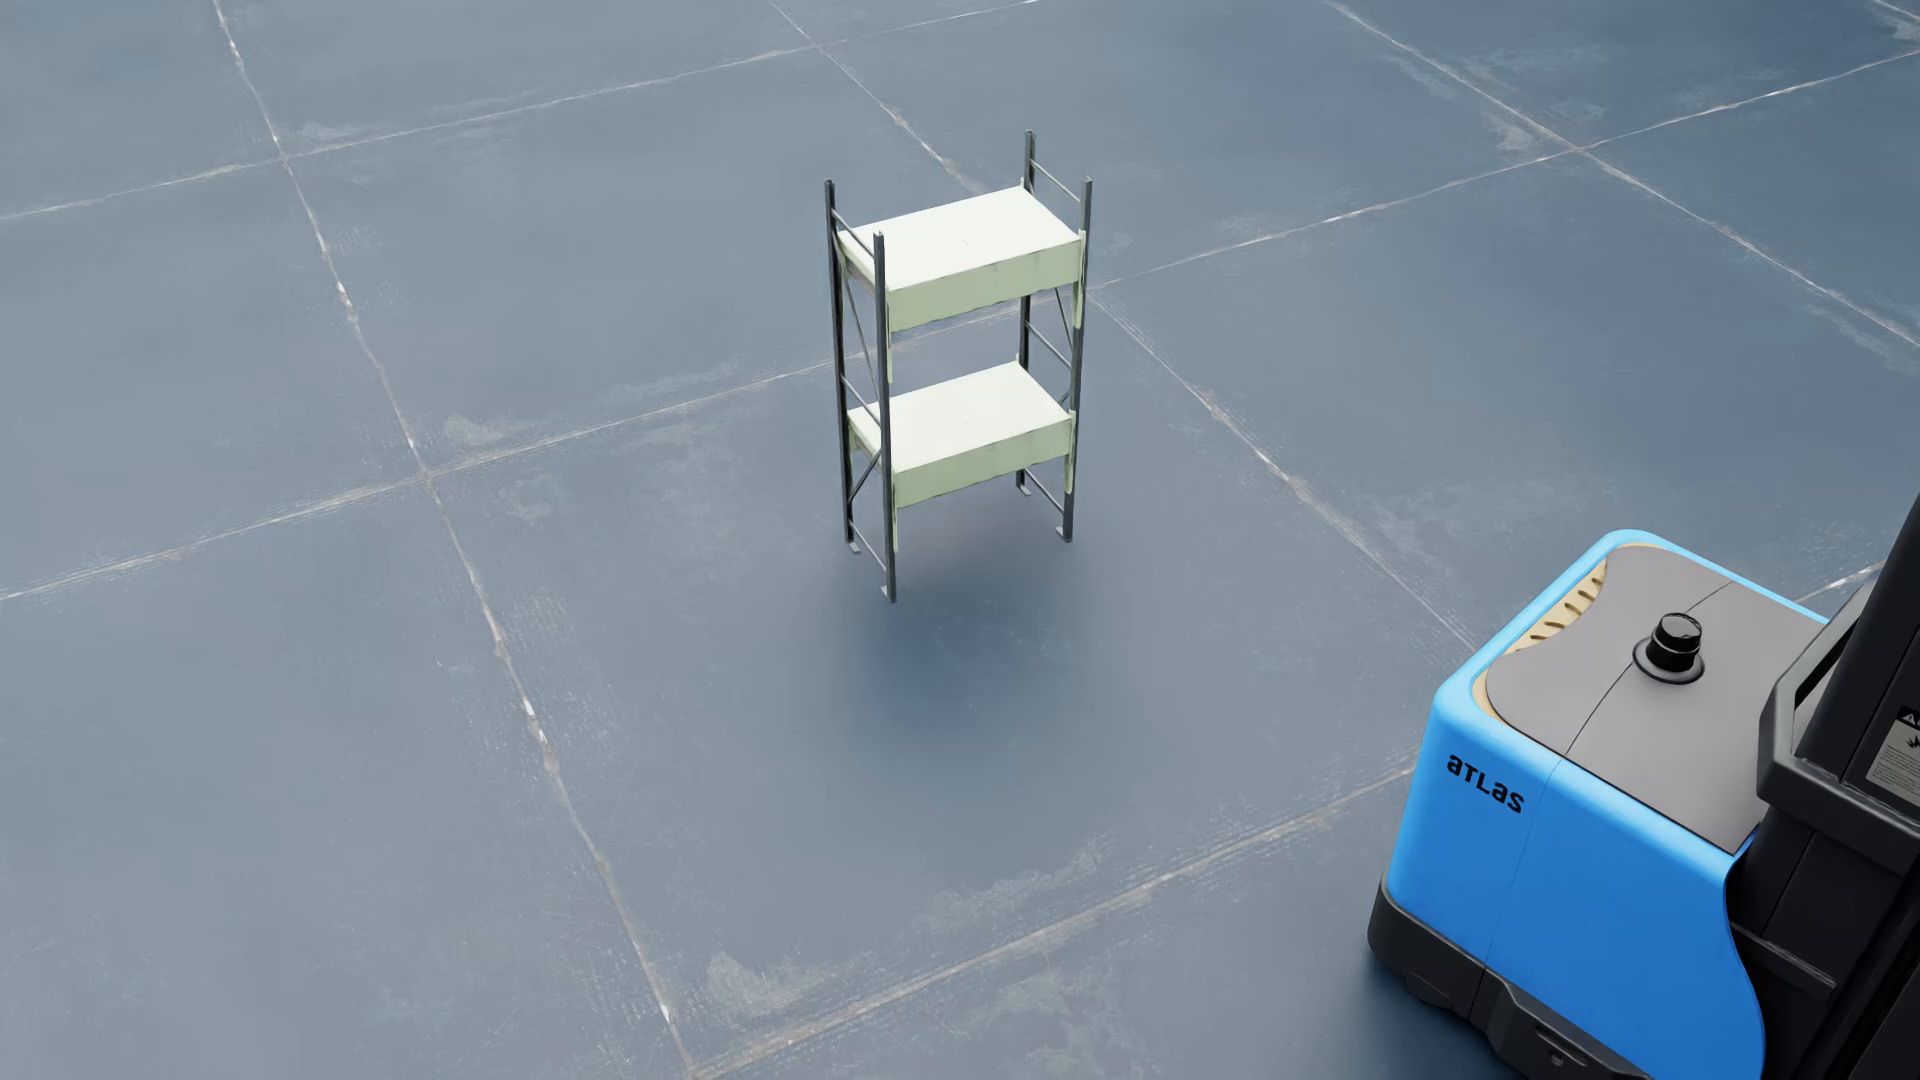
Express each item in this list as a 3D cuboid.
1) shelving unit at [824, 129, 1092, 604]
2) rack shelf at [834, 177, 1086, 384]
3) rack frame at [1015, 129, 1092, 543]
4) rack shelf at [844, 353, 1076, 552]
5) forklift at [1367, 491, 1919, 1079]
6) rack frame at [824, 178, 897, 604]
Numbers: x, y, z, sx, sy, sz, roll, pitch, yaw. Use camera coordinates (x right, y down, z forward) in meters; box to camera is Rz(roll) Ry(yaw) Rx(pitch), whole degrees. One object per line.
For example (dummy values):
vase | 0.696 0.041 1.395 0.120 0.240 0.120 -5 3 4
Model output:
shelving unit | -0.006 -0.570 5.763 0.755 1.500 0.431 -19 44 -21
rack shelf | -0.006 -0.868 5.511 0.720 0.370 0.431 -19 44 -21
rack frame | 0.319 -0.680 5.892 0.023 1.500 0.400 -19 44 -21
rack shelf | -0.006 -0.322 5.974 0.720 0.370 0.431 -19 44 -21
forklift | 2.570 0.538 3.346 3.031 2.935 1.130 33 50 33
rack frame | -0.331 -0.461 5.634 0.023 1.500 0.400 -19 44 -21
